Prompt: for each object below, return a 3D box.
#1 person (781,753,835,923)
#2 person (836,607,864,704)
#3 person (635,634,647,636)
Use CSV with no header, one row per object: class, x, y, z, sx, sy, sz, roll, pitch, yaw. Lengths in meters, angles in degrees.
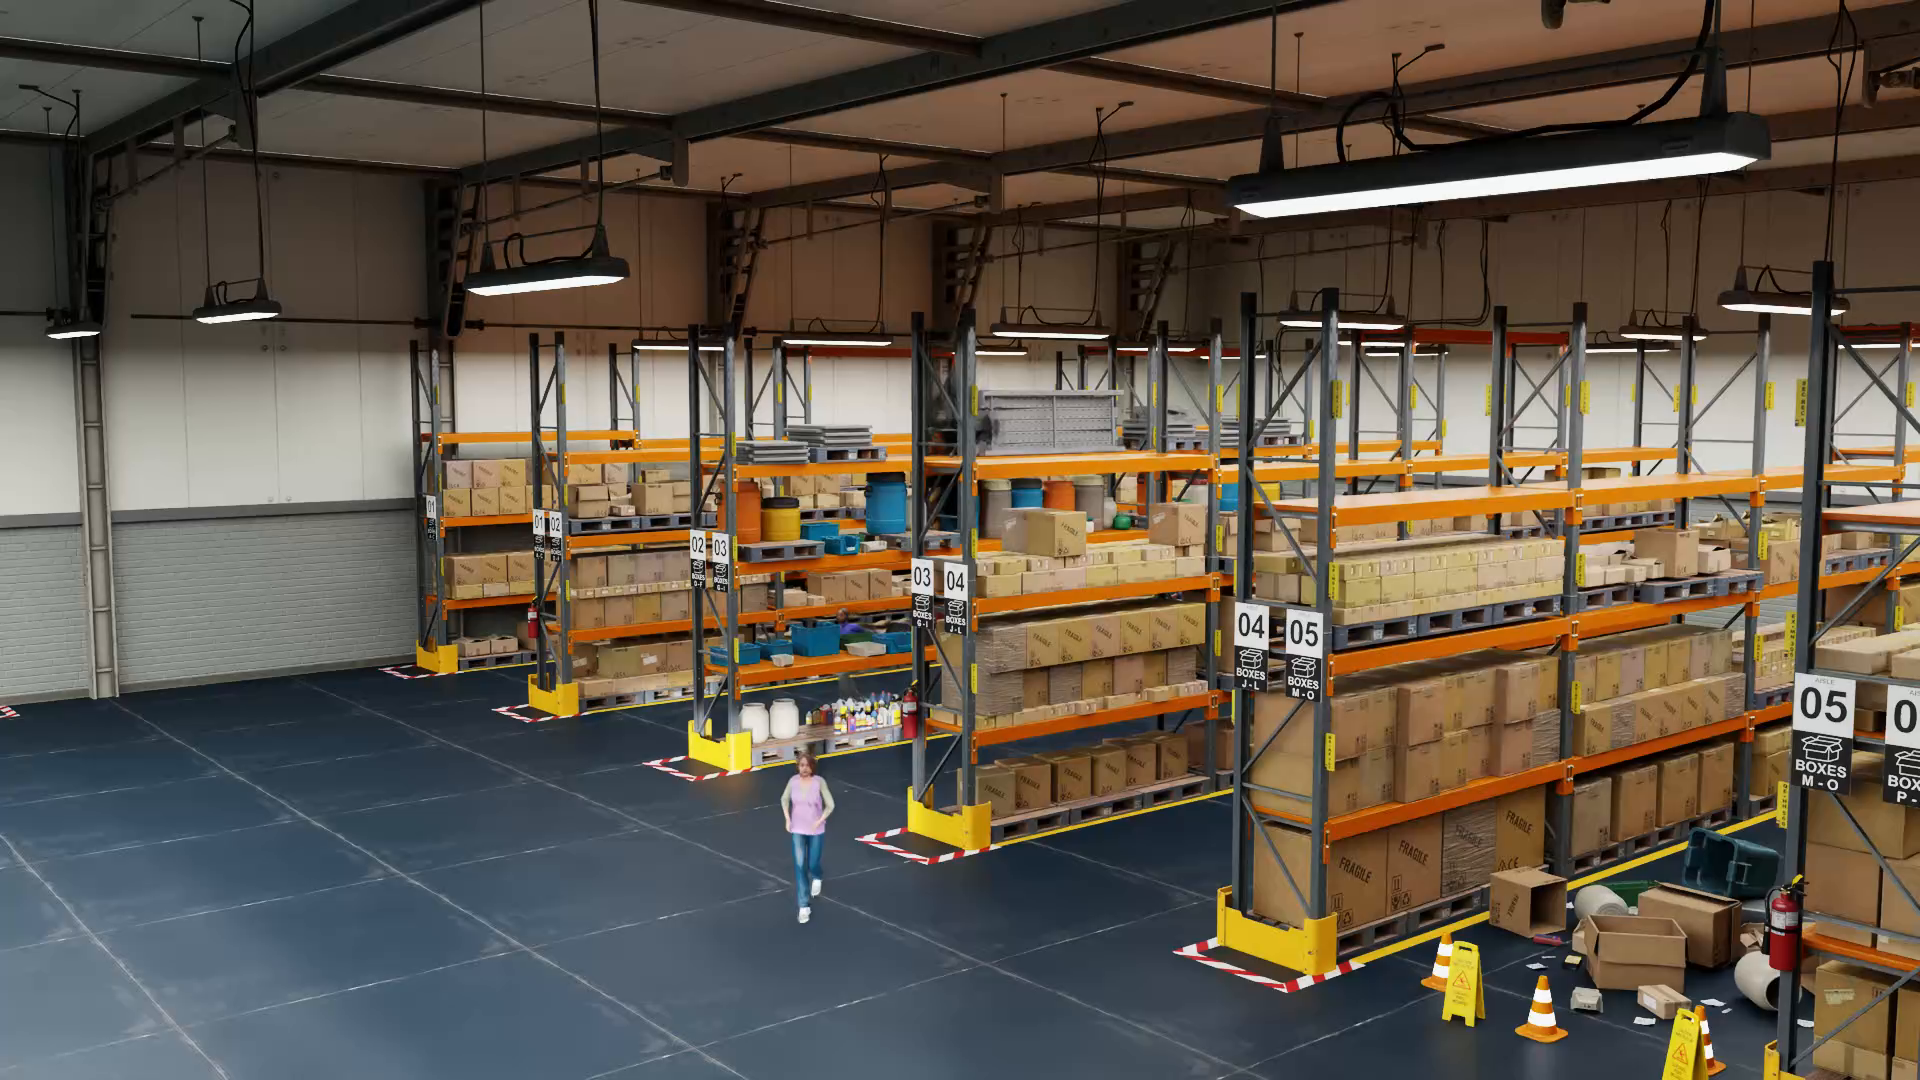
person,-1.501,2.872,16.359,0.545,1.600,0.781,0,5,3
person,-1.810,1.917,26.310,0.519,1.693,0.828,4,7,38
person,-5.588,1.570,29.491,0.653,1.736,0.621,4,7,39
